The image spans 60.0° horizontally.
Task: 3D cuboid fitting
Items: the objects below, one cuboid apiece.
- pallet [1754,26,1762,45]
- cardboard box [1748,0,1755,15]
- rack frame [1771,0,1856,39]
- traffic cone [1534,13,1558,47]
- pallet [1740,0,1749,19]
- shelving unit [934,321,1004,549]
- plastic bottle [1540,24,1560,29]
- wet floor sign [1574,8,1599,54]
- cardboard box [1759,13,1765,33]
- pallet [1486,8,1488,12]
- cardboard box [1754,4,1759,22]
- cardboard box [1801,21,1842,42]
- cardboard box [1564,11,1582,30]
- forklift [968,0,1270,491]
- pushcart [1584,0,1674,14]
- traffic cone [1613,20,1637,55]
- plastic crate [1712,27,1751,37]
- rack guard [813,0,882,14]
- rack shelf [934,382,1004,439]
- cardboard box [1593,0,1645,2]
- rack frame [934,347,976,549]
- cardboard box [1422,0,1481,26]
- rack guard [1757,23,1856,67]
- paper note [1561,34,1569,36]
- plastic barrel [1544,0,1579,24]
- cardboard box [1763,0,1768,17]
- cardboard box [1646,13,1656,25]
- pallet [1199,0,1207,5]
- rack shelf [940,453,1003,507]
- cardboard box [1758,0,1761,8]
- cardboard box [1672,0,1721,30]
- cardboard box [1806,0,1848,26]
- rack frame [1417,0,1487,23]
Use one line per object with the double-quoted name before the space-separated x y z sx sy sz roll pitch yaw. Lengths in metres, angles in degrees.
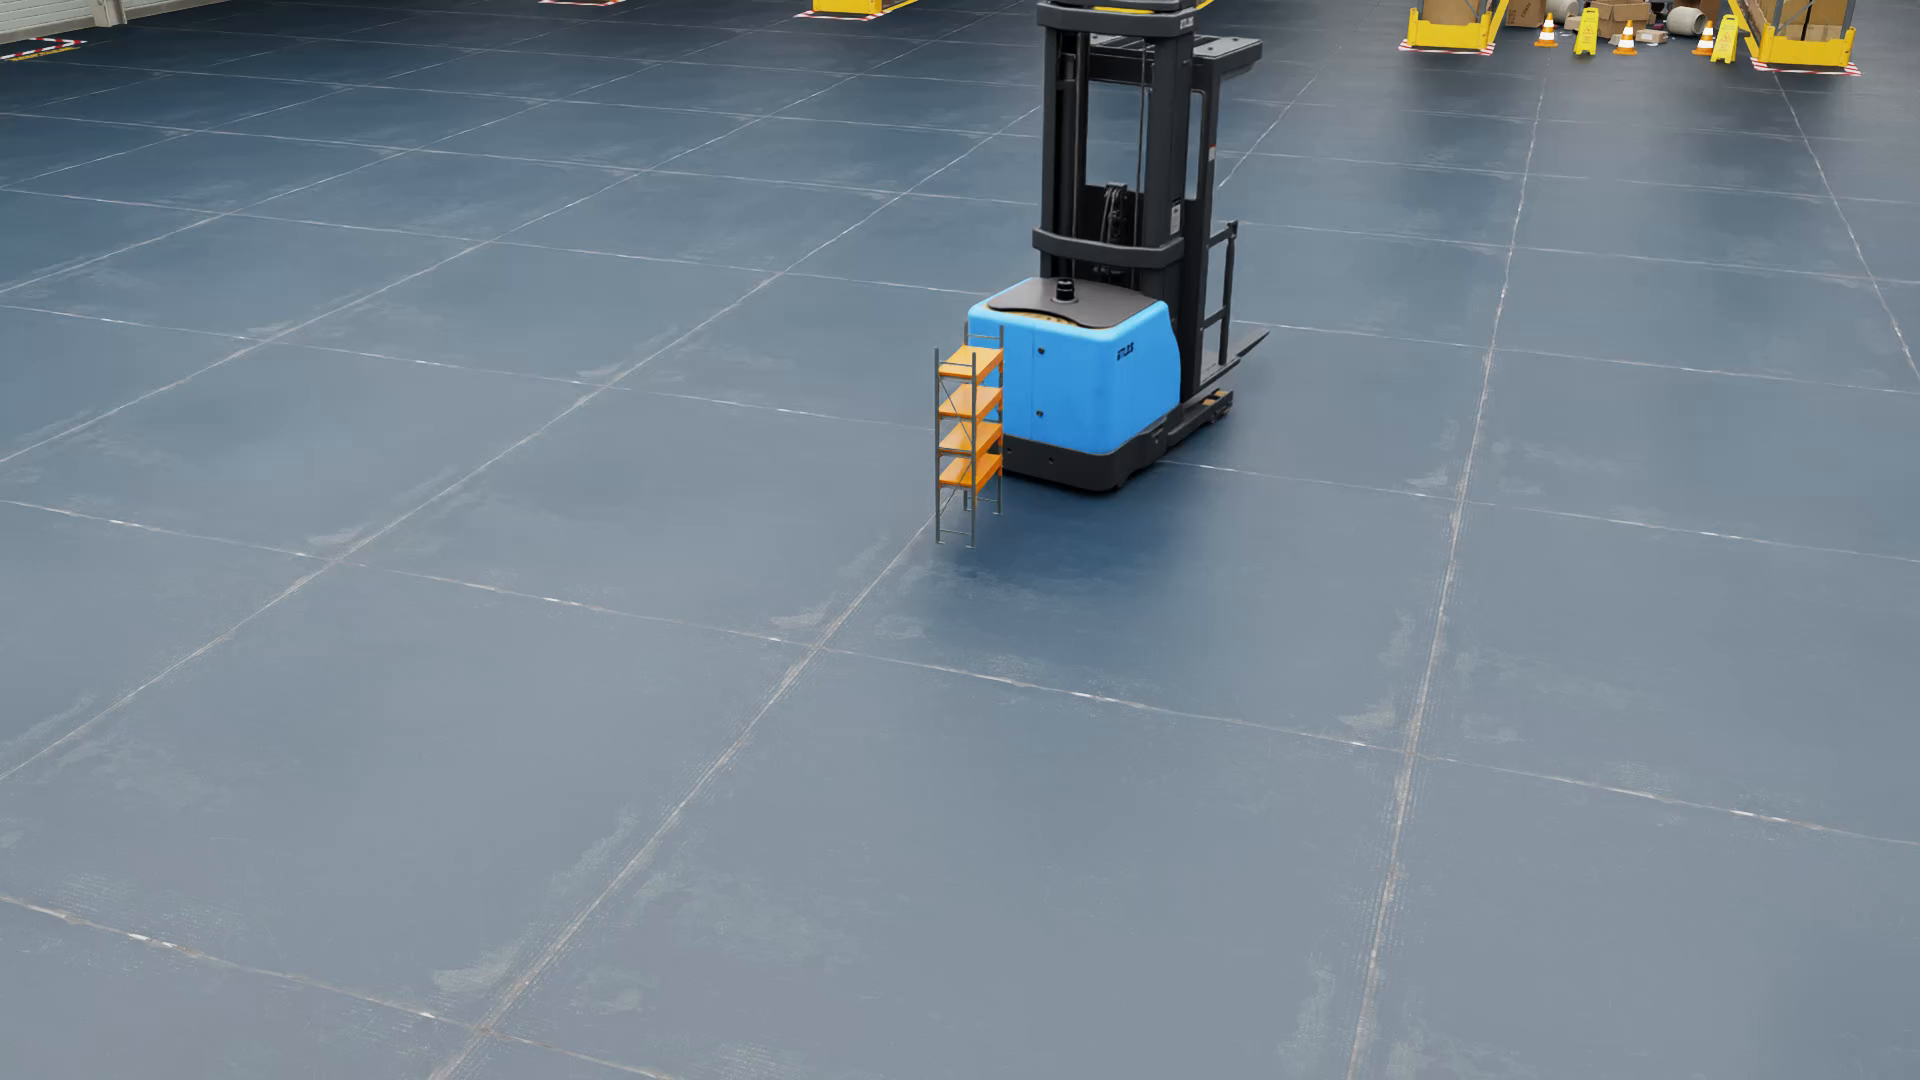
"pallet" 12.845 -7.806 25.631 1.003 0.211 1.213 9 27 17
"cardboard box" 12.988 -8.594 26.731 0.500 0.250 0.500 7 27 15
"rack frame" 12.108 -8.202 23.248 1.000 3.000 0.127 9 27 17
"traffic cone" 8.922 -7.749 25.223 0.336 0.463 0.334 9 27 17
"pallet" 13.697 -8.911 27.912 1.003 0.211 1.213 9 27 17
"shelving unit" 0.055 -0.608 9.629 0.258 1.200 0.503 9 27 17
"plastic bottle" 9.481 -8.253 26.726 0.283 0.061 0.133 0 26 -1
"wet floor sign" 9.264 -7.520 24.540 0.267 0.644 0.232 4 26 8
"cardboard box" 12.303 -7.736 24.959 0.500 0.250 0.500 9 27 18
"pallet" 8.007 -8.463 26.986 1.003 0.211 1.213 9 27 17
"cardboard box" 12.647 -8.154 25.823 0.500 0.250 0.500 8 27 17
"cardboard box" 12.637 -7.445 24.357 0.500 0.250 0.500 9 27 17
"cardboard box" 9.902 -8.318 26.625 0.396 0.266 0.258 14 29 26
"forklift" 1.242 -2.217 10.966 1.130 2.935 3.031 15 30 29
"pushcart" 11.273 -8.976 27.855 1.648 0.377 0.936 0 26 -1
"traffic cone" 9.875 -7.445 24.596 0.336 0.463 0.334 9 27 17
"plastic crate" 12.143 -8.005 26.192 0.402 0.080 0.583 0 26 -1
"rack guard" -1.927 -9.270 28.323 1.175 0.500 0.348 9 27 17
"rack shelf" 0.055 -0.749 9.561 0.258 0.148 0.480 9 27 17
"cardboard box" 10.609 -8.614 26.808 0.797 0.637 0.503 9 27 17
"rack frame" -0.026 -0.508 9.422 0.240 1.200 0.015 9 27 17
"cardboard box" 7.570 -8.399 25.612 0.875 0.875 0.875 9 27 18
"rack guard" 12.133 -7.108 23.857 1.175 0.500 0.348 9 27 17
"paper note" 9.516 -7.922 26.079 0.144 0.017 0.142 20 32 35
"plastic barrel" 9.807 -8.674 27.179 0.421 0.421 0.512 -14 29 -27
"cardboard box" 12.299 -8.073 24.794 0.500 0.500 0.500 10 28 19
"cardboard box" 11.144 -8.592 27.190 0.258 0.266 0.396 -9 27 -18
"pallet" 3.904 -9.747 29.638 1.003 0.211 1.213 9 27 17
"rack shelf" 0.055 -0.369 9.745 0.258 0.148 0.480 9 27 17
"cardboard box" 12.647 -8.497 25.670 0.500 0.500 0.500 10 28 20
"cardboard box" 11.799 -8.479 26.685 0.500 0.500 0.500 -14 29 -27
"cardboard box" 12.645 -7.792 24.214 0.500 0.500 0.500 8 27 16
"rack frame" 7.407 -8.878 24.645 1.000 3.000 0.127 9 27 17
